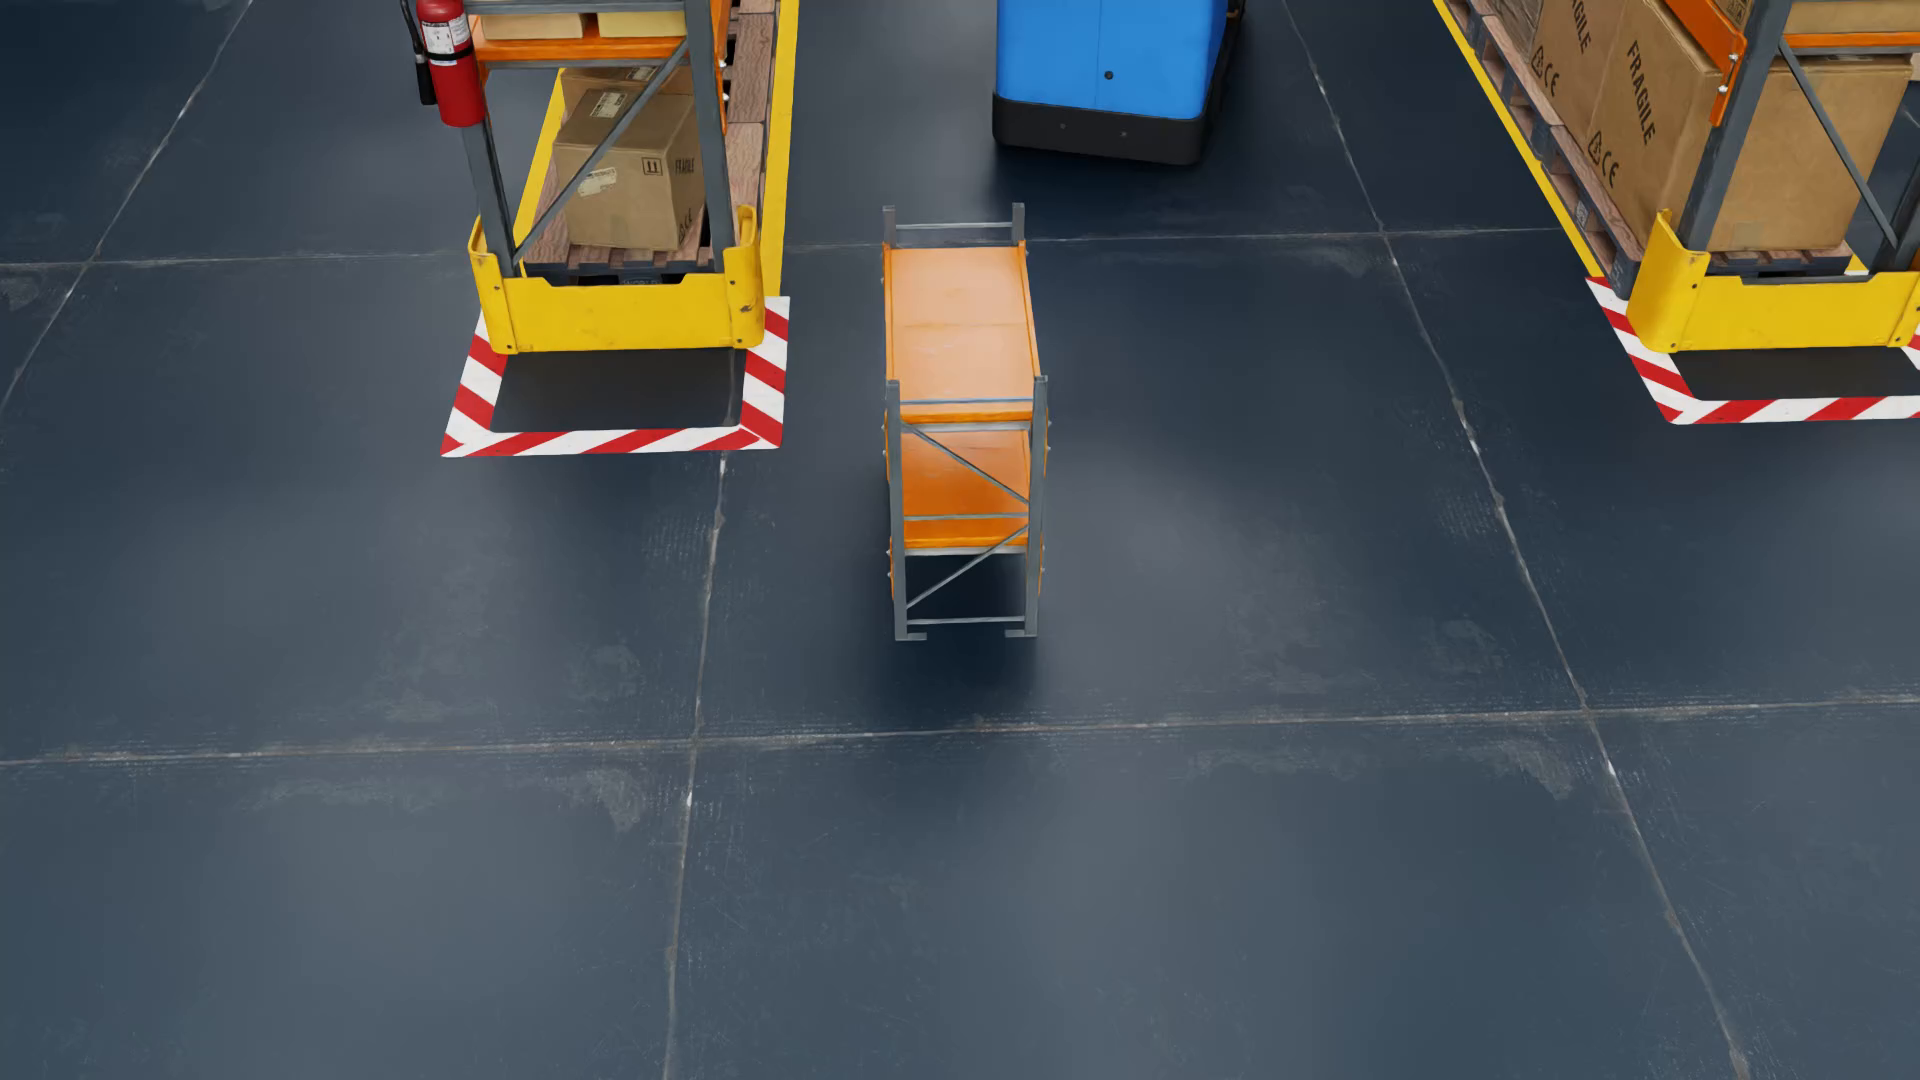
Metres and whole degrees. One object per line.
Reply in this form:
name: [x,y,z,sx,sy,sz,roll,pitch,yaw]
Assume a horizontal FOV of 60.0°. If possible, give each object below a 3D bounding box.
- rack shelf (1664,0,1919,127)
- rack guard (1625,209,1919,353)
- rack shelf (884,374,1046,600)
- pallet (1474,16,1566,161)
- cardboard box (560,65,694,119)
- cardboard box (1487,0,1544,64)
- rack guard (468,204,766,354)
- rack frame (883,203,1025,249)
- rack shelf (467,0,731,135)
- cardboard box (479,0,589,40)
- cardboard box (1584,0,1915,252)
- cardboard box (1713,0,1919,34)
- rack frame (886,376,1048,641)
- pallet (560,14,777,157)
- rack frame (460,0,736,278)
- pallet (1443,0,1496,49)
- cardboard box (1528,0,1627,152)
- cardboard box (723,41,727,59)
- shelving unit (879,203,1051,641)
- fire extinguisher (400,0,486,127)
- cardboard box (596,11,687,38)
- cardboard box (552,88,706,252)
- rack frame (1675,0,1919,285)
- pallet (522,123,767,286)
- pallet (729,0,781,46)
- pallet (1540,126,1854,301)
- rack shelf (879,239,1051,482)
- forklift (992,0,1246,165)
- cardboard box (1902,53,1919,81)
rack shelf: [3.438,-3.140,7.988,1.077,0.370,4.000,-2,43,-2]
rack guard: [3.524,-1.117,7.099,1.175,0.500,0.348,-2,43,-2]
rack shelf: [0.000,-0.239,6.040,0.538,0.278,1.000,-2,43,-2]
pallet: [3.362,-2.386,8.697,1.003,0.211,1.213,-2,43,-2]
cardboard box: [-1.507,-2.039,7.793,0.500,0.500,0.500,9,43,9]
cardboard box: [3.352,-3.092,8.665,0.875,0.875,0.875,-1,43,-1]
rack guard: [-1.440,-1.111,7.092,1.175,0.500,0.348,-2,43,-2]
rack frame: [-0.022,-0.762,6.249,0.500,1.125,0.032,-2,43,-2]
rack shelf: [-1.522,-3.066,7.907,1.077,0.370,4.000,-2,43,-2]
cardboard box: [-1.656,-2.075,6.479,0.380,0.149,0.250,-2,43,-2]
cardboard box: [3.428,-1.882,7.345,0.875,0.875,0.875,-1,43,-2]
cardboard box: [3.462,-2.359,6.493,0.875,0.550,0.550,-2,43,-2]
rack frame: [0.021,-0.076,5.500,0.500,1.125,0.032,-2,43,-2]
pallet: [-1.488,-2.375,8.685,1.003,0.211,1.213,-2,43,-2]
rack frame: [-1.437,-1.981,6.191,1.000,3.000,0.127,-2,43,-2]
pallet: [3.307,-3.212,9.598,1.003,0.211,1.213,-2,43,-2]
cardboard box: [3.388,-2.476,7.993,0.875,0.875,0.875,-2,43,-2]
cardboard box: [-1.493,-2.840,8.668,0.500,0.500,0.500,-5,43,-6]
shelving unit: [0.000,-0.419,5.875,0.538,1.125,1.048,-2,43,-2]
fire extinguisher: [-1.893,-1.862,6.118,0.296,0.674,0.183,-2,43,-2]
cardboard box: [-1.211,-2.087,6.493,0.380,0.149,0.250,-2,43,-2]
cardboard box: [-1.447,-1.636,7.354,0.500,0.500,0.500,6,43,6]
rack frame: [3.523,-2.055,6.272,1.000,3.000,0.127,-2,43,-2]
pallet: [-1.440,-1.554,7.789,1.003,0.211,1.213,-2,43,-2]
pallet: [-1.543,-3.201,9.586,1.003,0.211,1.213,-2,43,-2]
pallet: [3.410,-1.564,7.801,1.003,0.211,1.213,-2,43,-2]
rack shelf: [0.000,-0.635,5.677,0.538,0.278,1.000,-2,43,-2]
forklift: [1.002,-3.926,8.364,1.130,2.935,3.031,9,43,10]
cardboard box: [5.266,-2.640,8.933,0.396,0.266,0.258,5,43,6]
